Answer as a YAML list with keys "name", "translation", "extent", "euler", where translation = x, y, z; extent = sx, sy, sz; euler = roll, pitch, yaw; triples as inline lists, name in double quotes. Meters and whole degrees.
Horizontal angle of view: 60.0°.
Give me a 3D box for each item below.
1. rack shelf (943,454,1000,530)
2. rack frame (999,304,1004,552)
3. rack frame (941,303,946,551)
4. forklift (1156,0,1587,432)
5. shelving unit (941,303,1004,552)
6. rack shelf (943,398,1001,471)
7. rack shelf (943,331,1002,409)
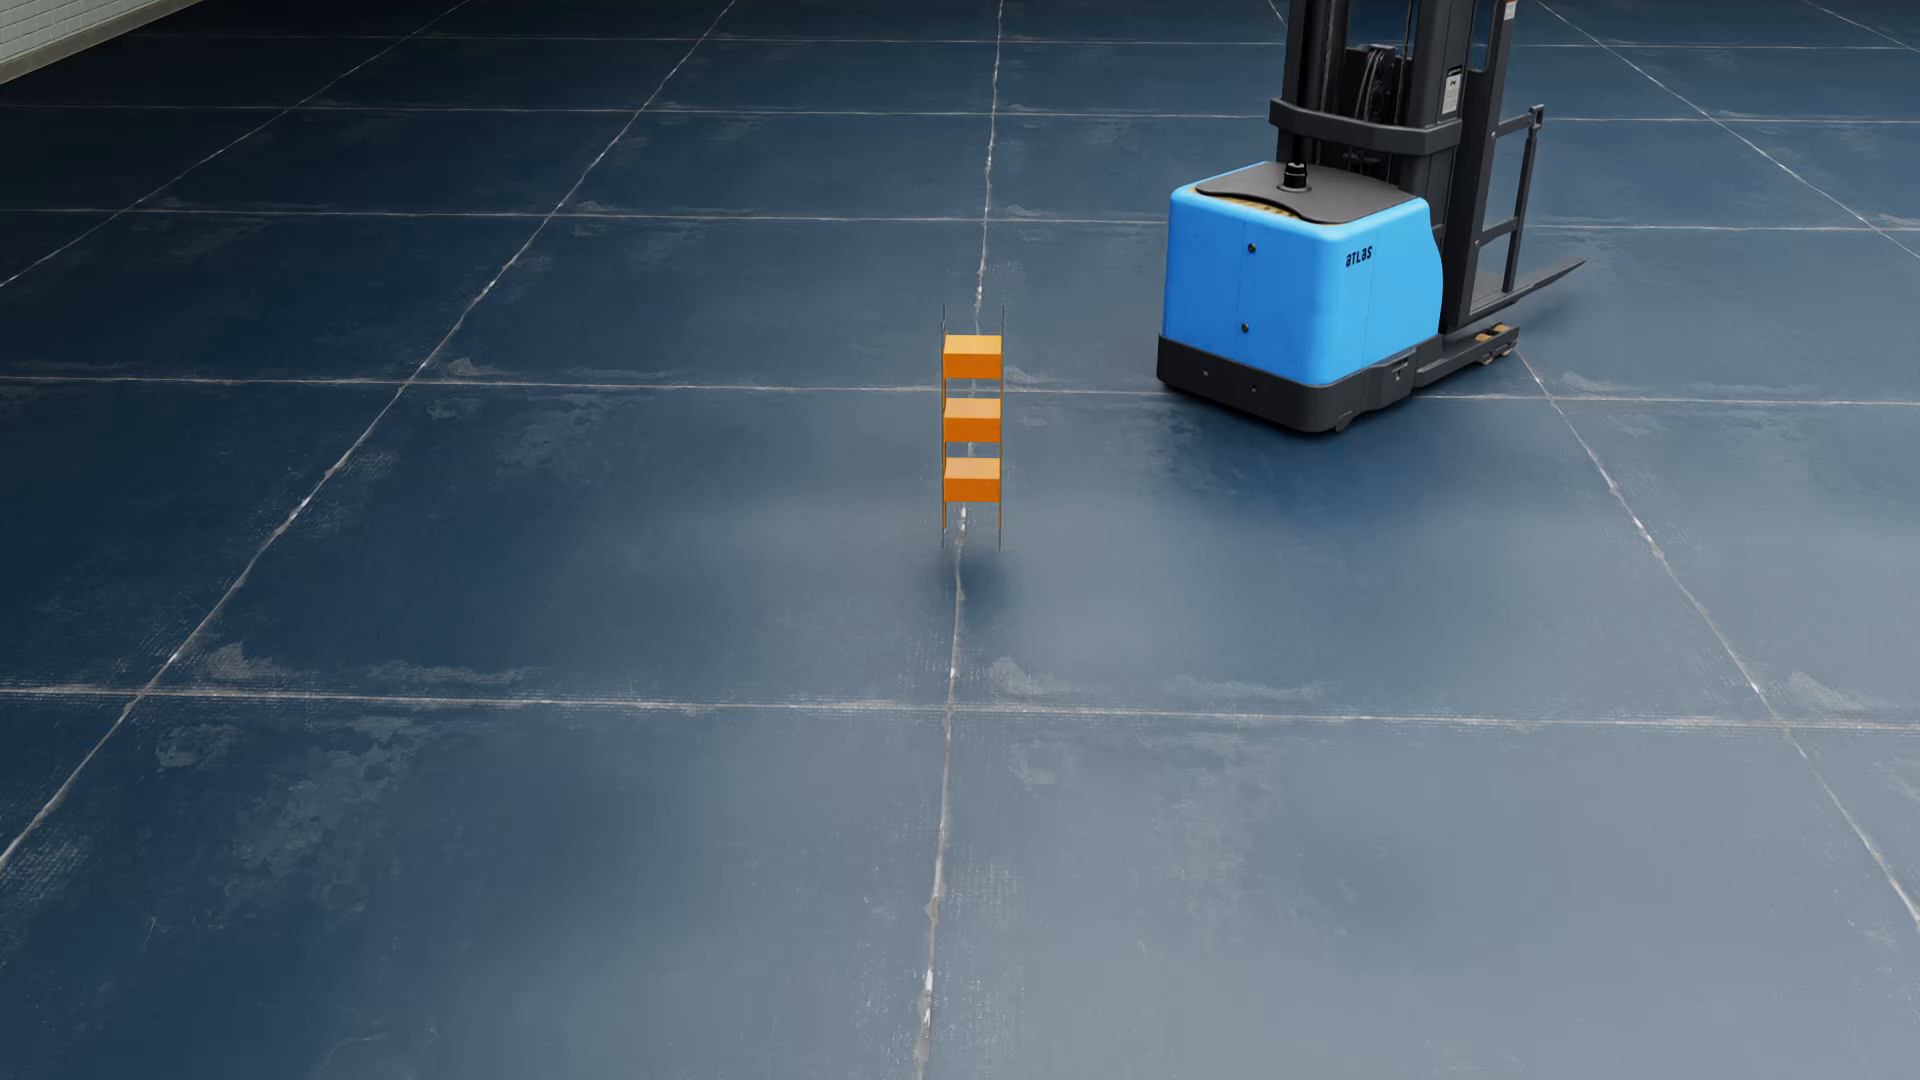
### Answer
- name: "rack shelf"
  translation: [0.053, -0.208, 7.138]
  extent: [0.240, 0.259, 0.215]
  euler: [1, 28, 2]
- name: "rack frame"
  translation: [0.175, -0.461, 6.999]
  extent: [0.008, 1.050, 0.200]
  euler: [1, 28, 2]
- name: "rack frame"
  translation: [-0.068, -0.465, 7.006]
  extent: [0.008, 1.050, 0.200]
  euler: [1, 28, 2]
- name: "forklift"
  translation: [2.437, -2.404, 8.655]
  extent: [3.031, 2.935, 1.130]
  euler: [-24, 36, -38]
- name: "shelving unit"
  translation: [0.053, -0.463, 7.002]
  extent: [0.252, 1.050, 0.215]
  euler: [1, 28, 2]
- name: "rack shelf"
  translation: [0.053, -0.454, 7.007]
  extent: [0.240, 0.259, 0.215]
  euler: [1, 28, 2]
- name: "rack shelf"
  translation: [0.053, -0.704, 6.874]
  extent: [0.240, 0.259, 0.215]
  euler: [1, 28, 2]
